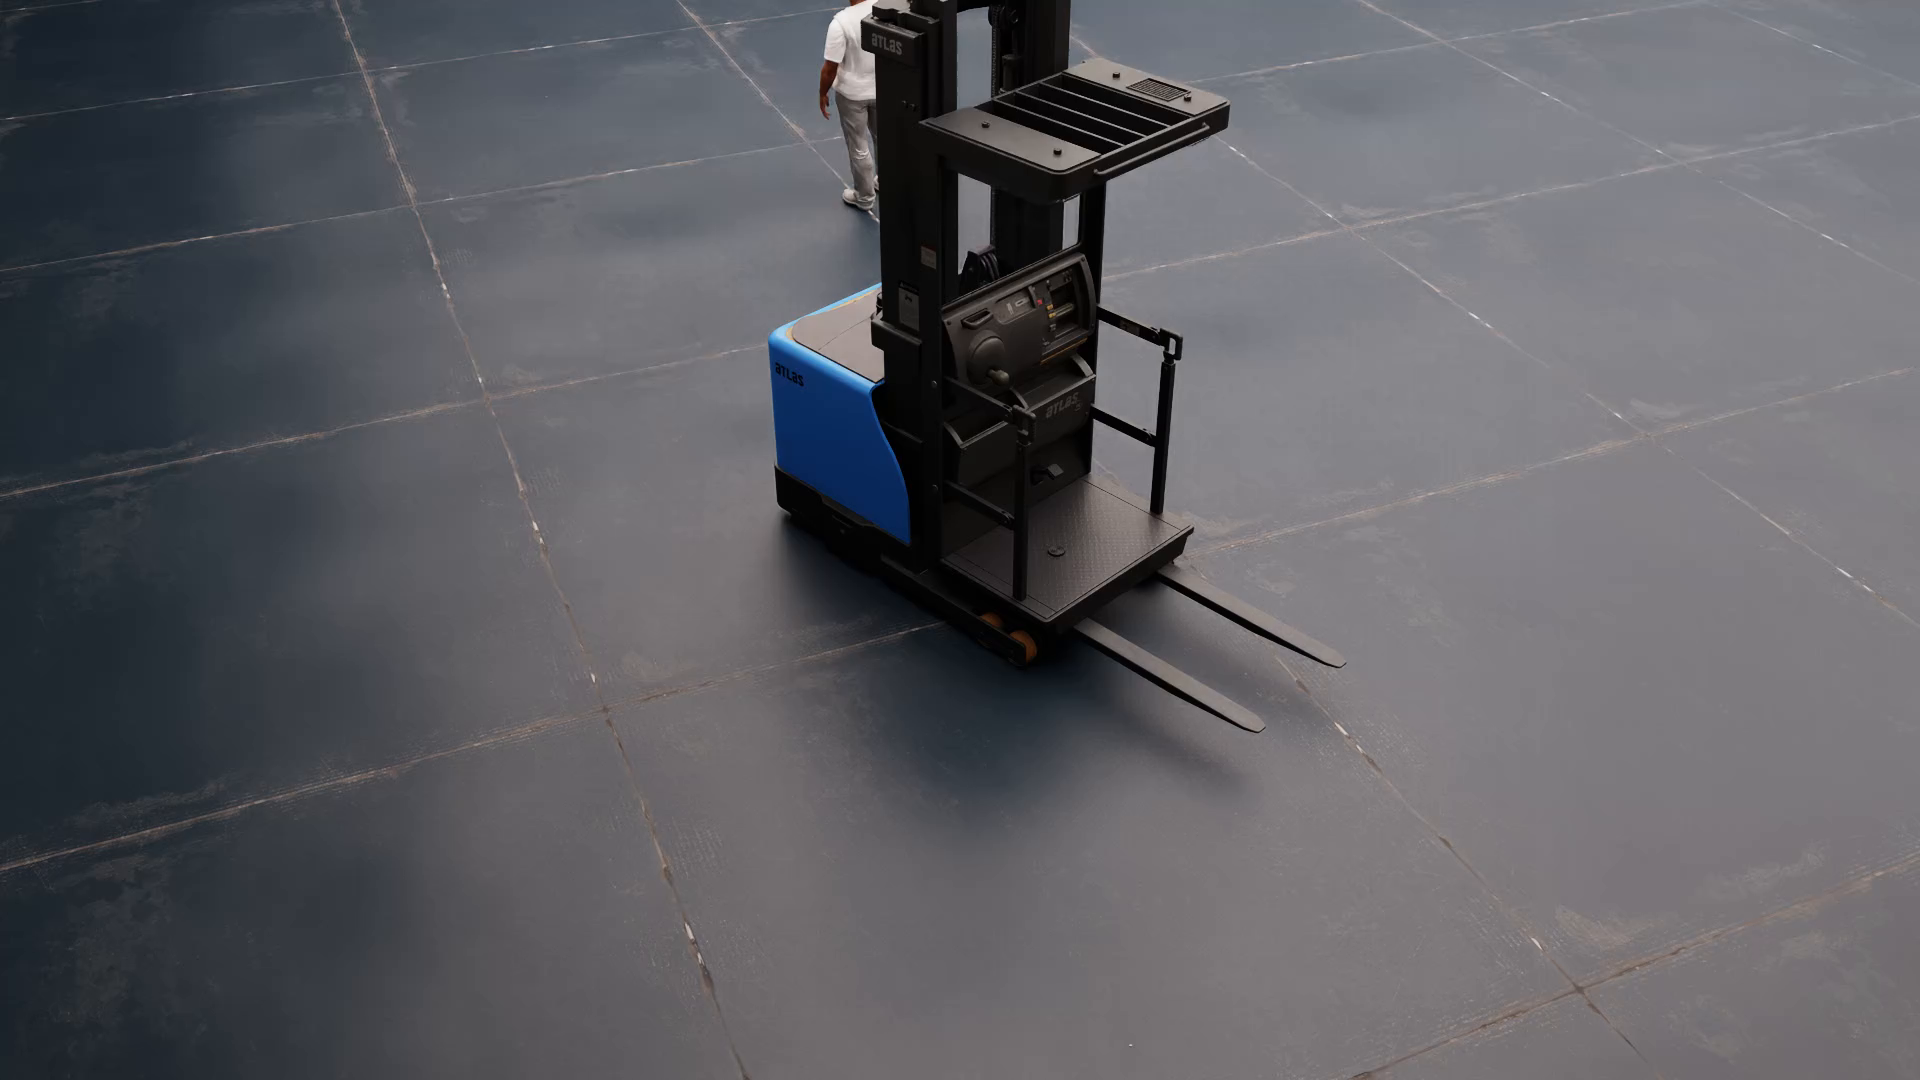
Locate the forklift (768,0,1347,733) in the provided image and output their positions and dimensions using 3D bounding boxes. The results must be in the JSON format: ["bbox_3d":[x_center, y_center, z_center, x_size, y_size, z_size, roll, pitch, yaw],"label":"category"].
[{"bbox_3d":[0.432,-0.946,7.429,3.031,2.935,1.130,30,45,35],"label":"forklift"}]

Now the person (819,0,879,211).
[{"bbox_3d":[-0.700,-3.155,11.527,0.666,1.765,0.578,-18,39,-24],"label":"person"}]
